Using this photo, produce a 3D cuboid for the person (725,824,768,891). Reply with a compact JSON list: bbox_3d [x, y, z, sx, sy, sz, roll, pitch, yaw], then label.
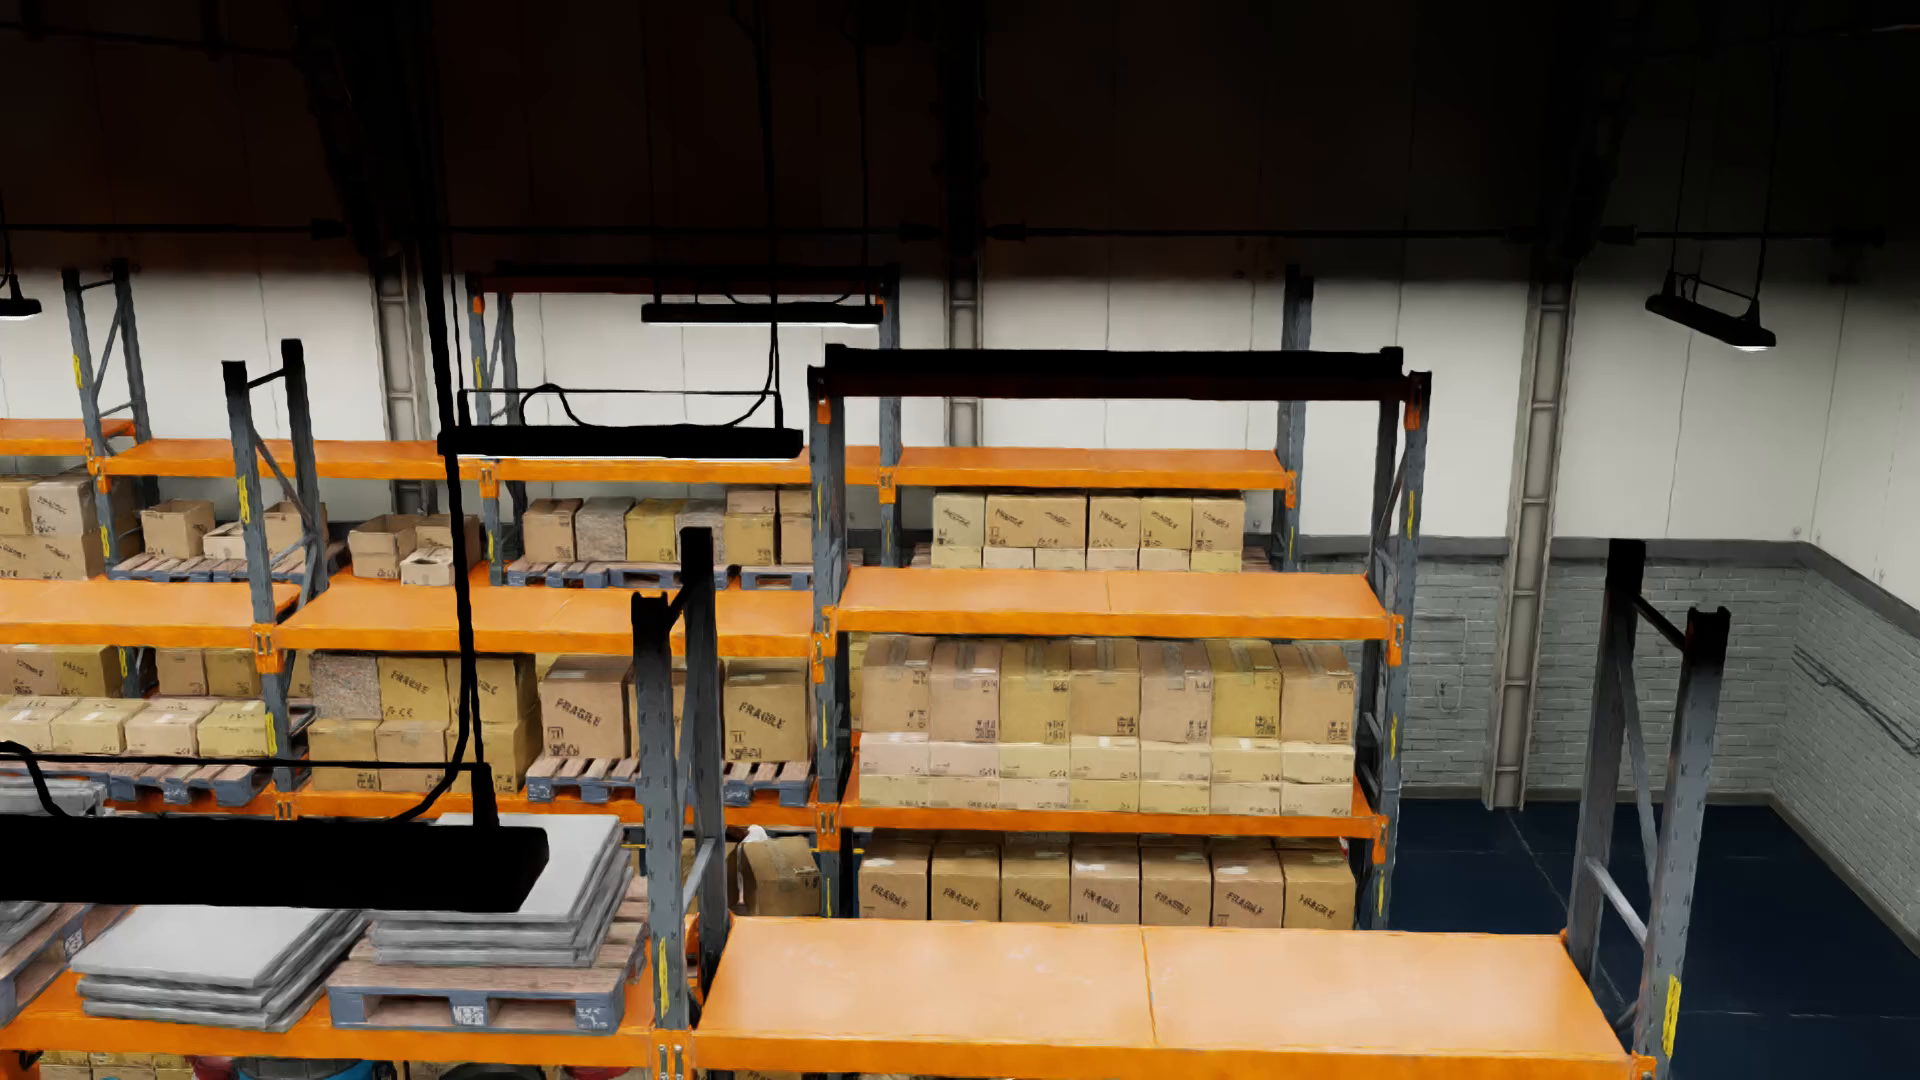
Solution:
[{"bbox_3d":[-1.808,3.146,14.695,0.549,1.735,0.702,0,16,1],"label":"person"}]
